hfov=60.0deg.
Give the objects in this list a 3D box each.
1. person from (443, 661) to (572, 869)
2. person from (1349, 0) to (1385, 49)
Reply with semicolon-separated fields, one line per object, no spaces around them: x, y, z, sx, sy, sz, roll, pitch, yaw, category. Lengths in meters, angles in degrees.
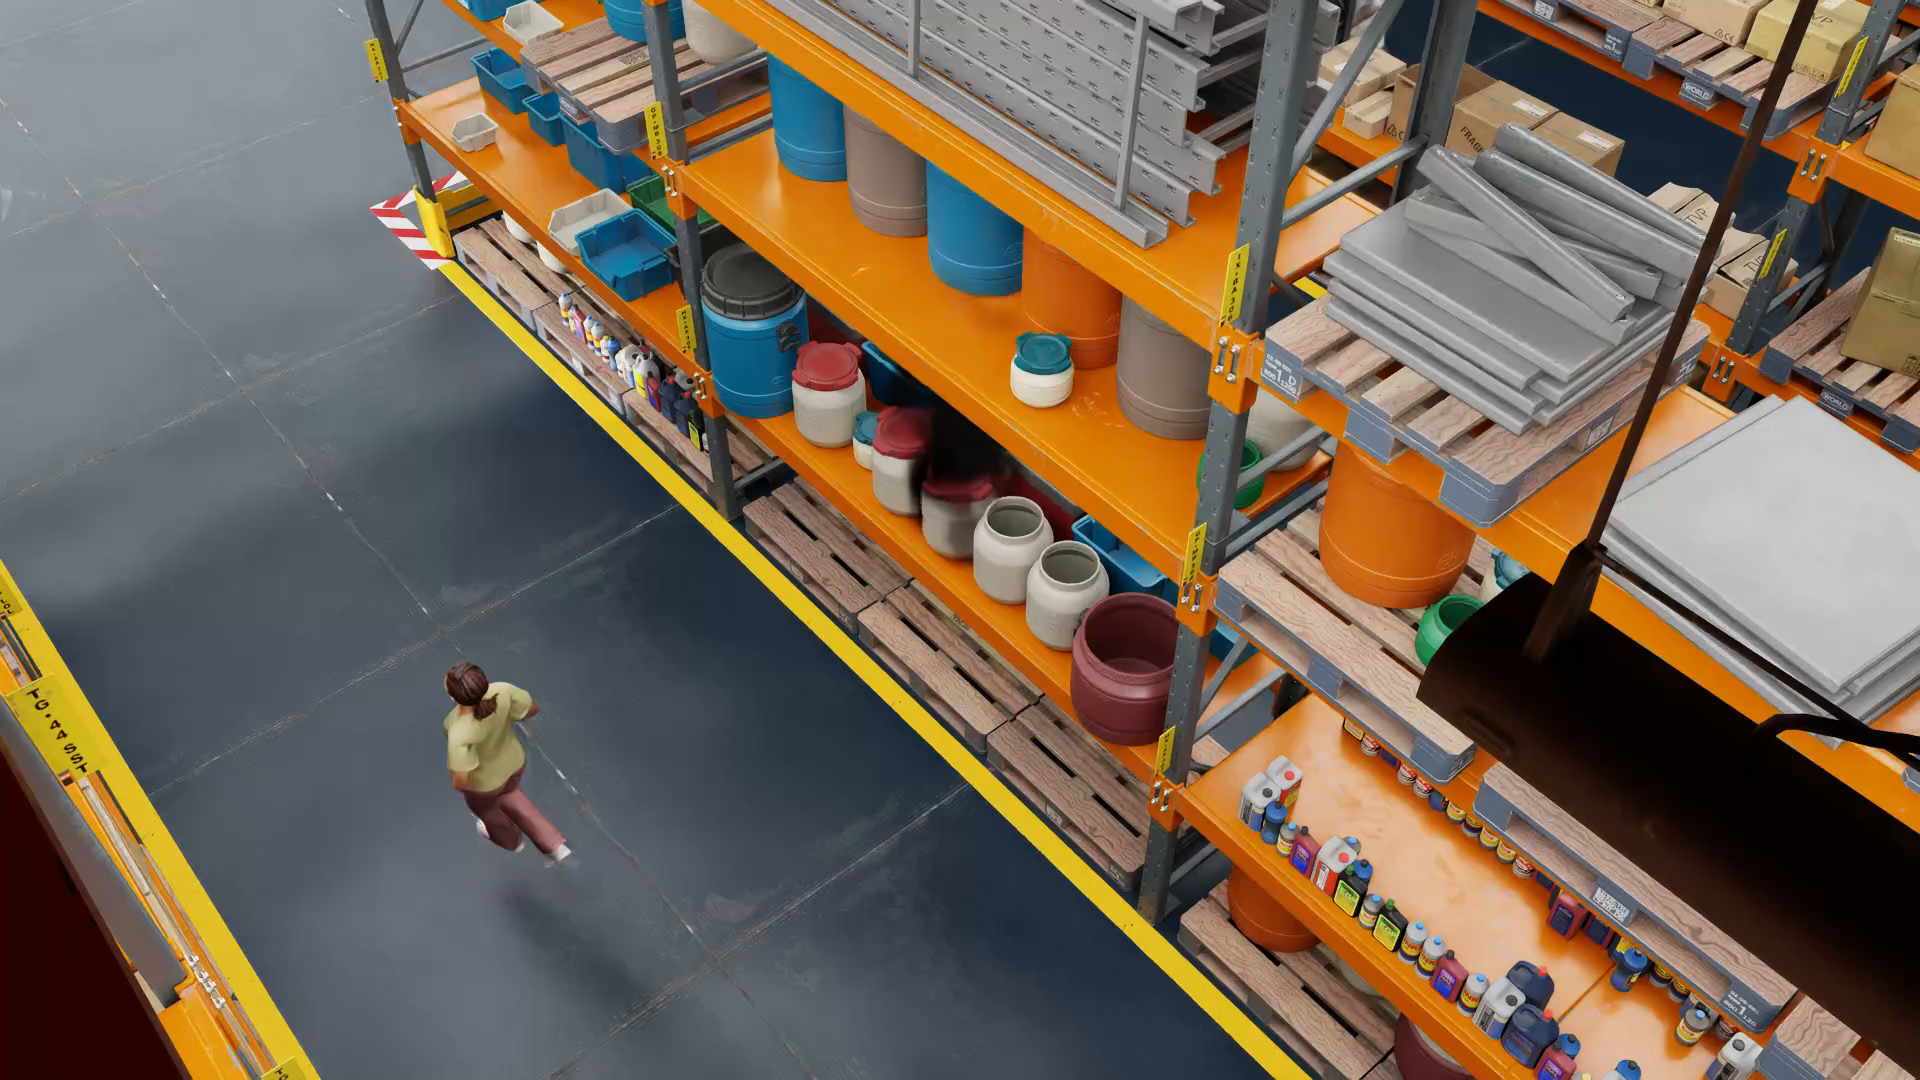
-2.352;1.149;8.354;0.689;1.649;0.596;25;51;22;person
3.370;-4.270;13.804;1.024;1.764;0.718;34;55;28;person
